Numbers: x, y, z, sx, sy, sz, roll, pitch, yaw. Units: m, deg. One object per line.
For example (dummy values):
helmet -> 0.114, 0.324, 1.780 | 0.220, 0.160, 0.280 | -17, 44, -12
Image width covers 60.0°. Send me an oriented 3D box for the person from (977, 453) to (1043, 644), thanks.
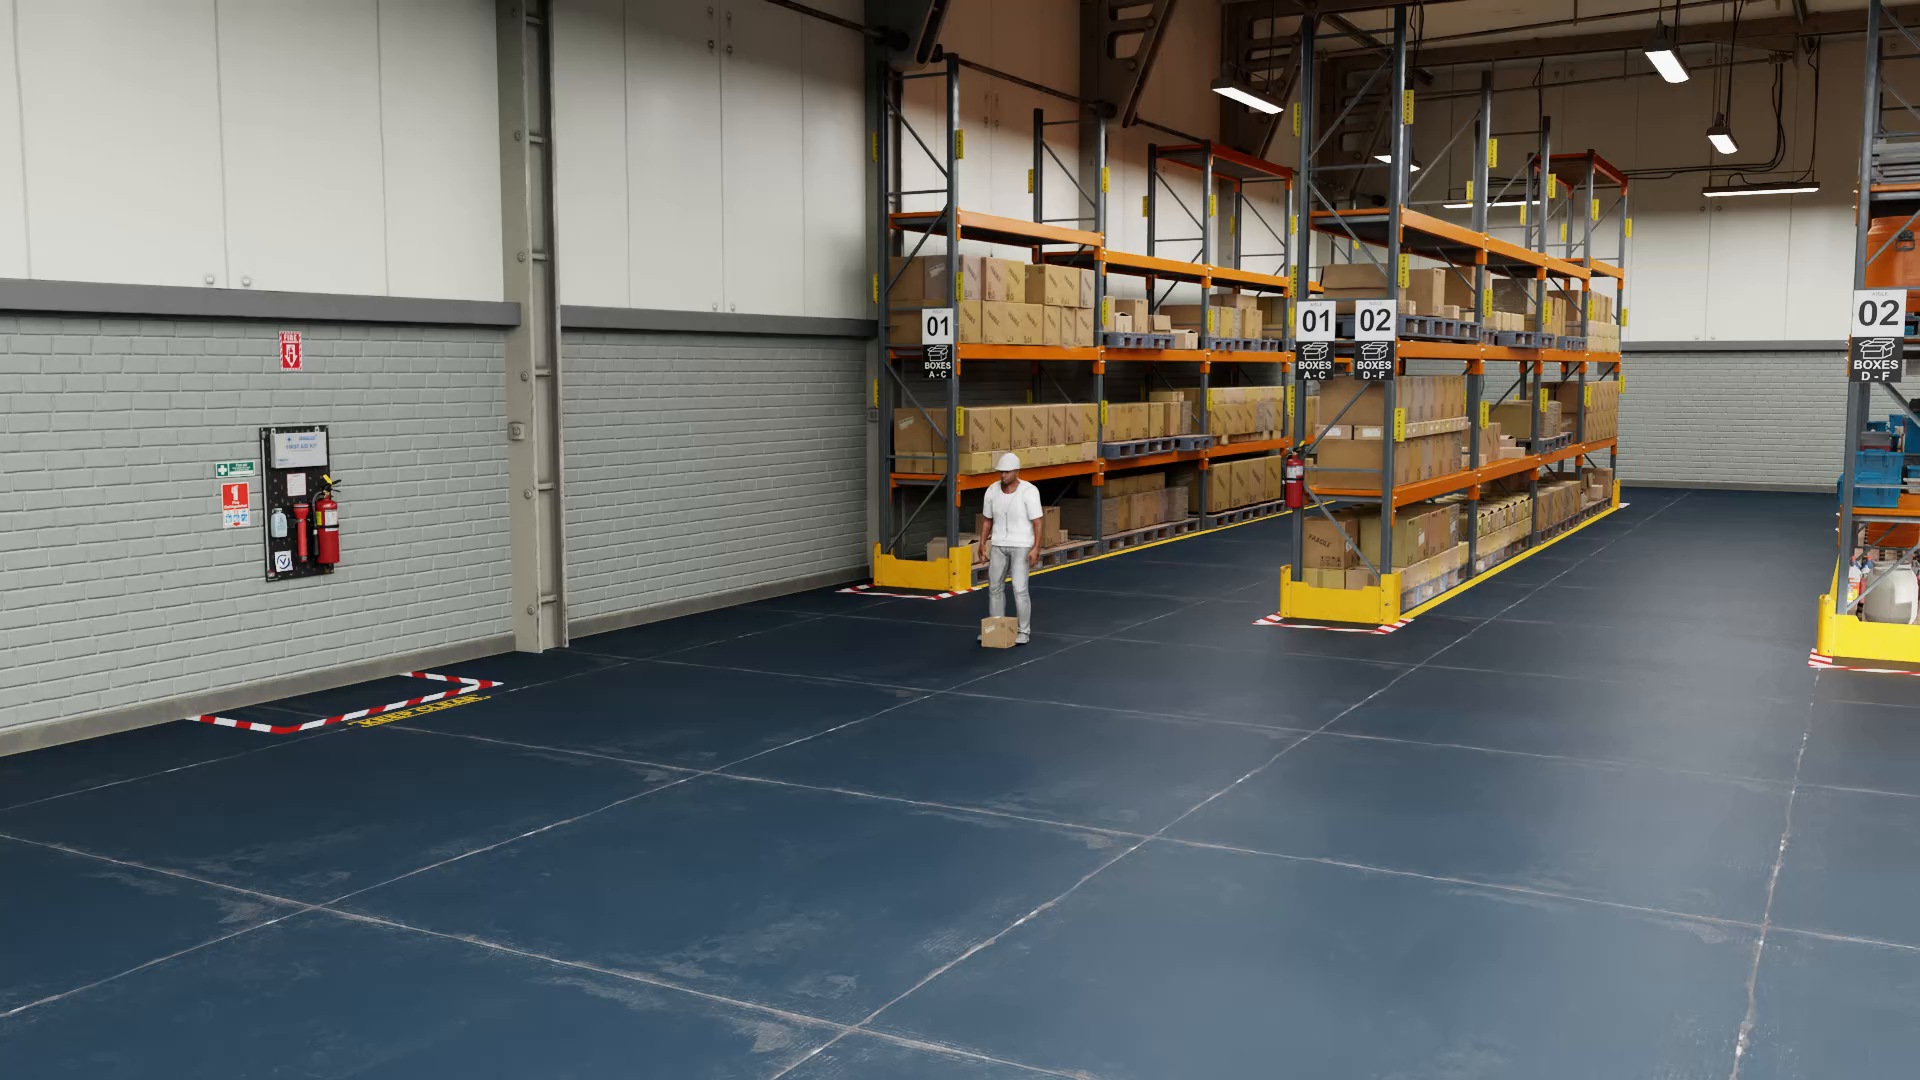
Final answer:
person -> 0.459, 0.071, 15.357 | 0.627, 1.761, 0.456 | 3, 7, 29
